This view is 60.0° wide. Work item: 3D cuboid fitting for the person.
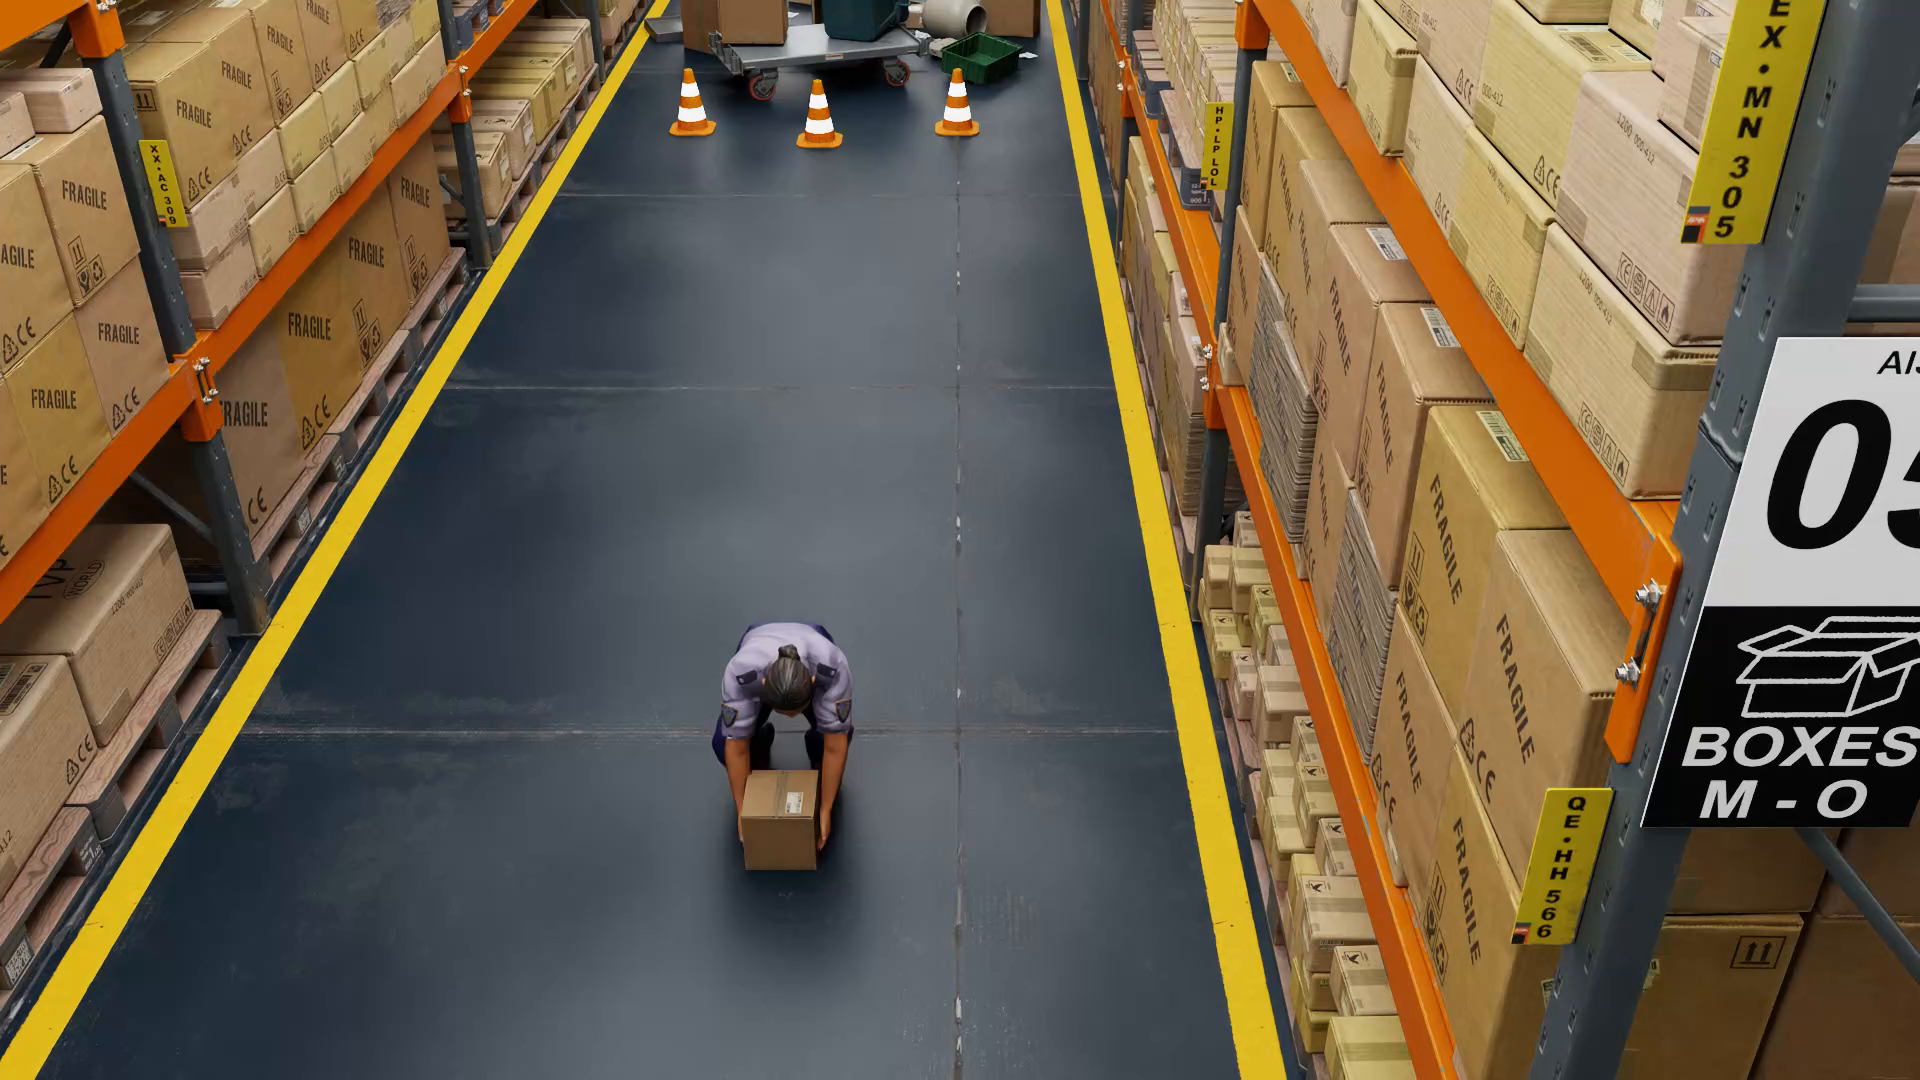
[{"bbox_3d":[-0.636,0.583,6.022,0.516,0.804,0.822,0,32,0],"label":"person"}]
